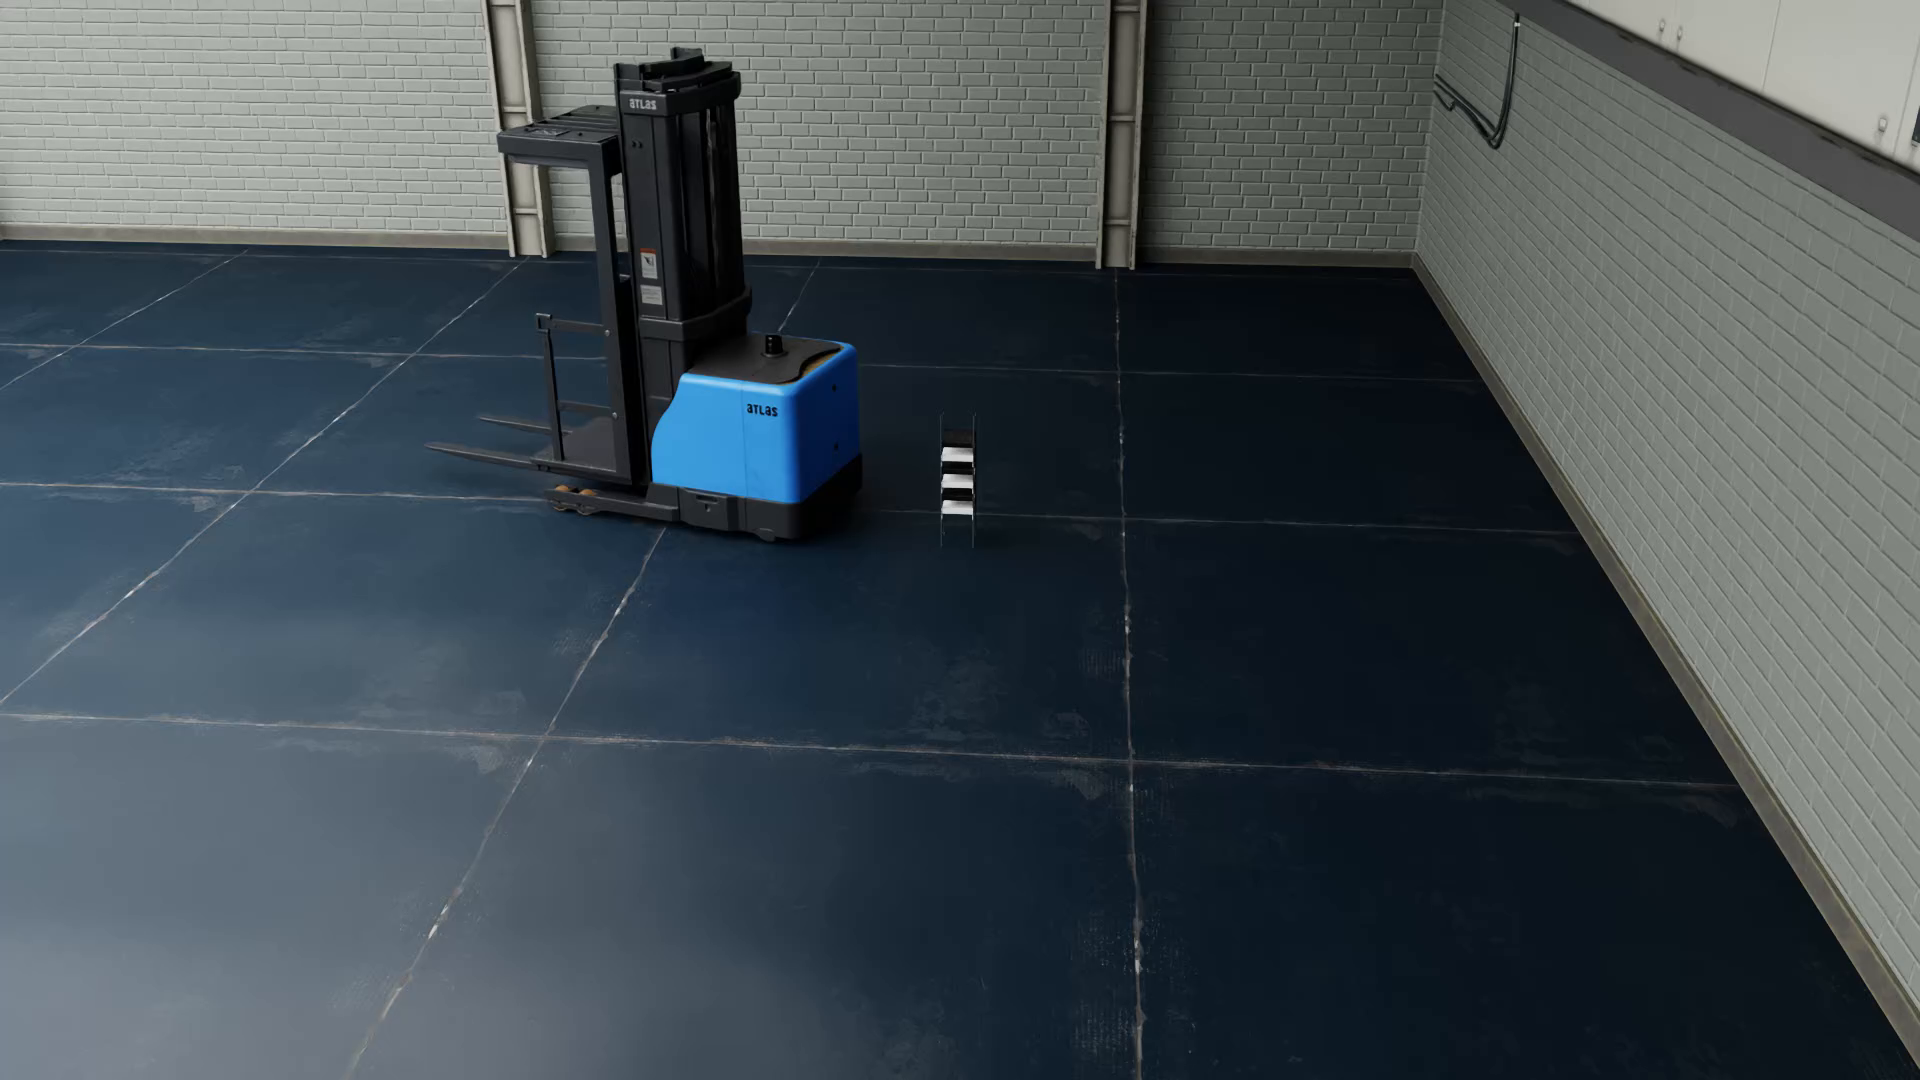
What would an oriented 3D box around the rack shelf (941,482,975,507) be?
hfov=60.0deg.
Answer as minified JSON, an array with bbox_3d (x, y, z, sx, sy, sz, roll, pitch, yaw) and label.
[{"bbox_3d":[-0.008,-0.297,10.614,0.200,0.077,0.258,2,25,4],"label":"rack shelf"}]

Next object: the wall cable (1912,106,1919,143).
[{"bbox_3d":[3.662,-3.807,4.190,0.169,6.003,2.305,2,25,4],"label":"wall cable"}]

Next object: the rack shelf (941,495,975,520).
[{"bbox_3d":[-0.008,-0.215,10.652,0.200,0.077,0.258,2,25,4],"label":"rack shelf"}]

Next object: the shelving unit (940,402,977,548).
[{"bbox_3d":[-0.008,-0.409,10.562,0.210,0.900,0.258,2,25,4],"label":"shelving unit"}]

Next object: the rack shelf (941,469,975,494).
[{"bbox_3d":[-0.008,-0.379,10.576,0.200,0.077,0.258,2,25,4],"label":"rack shelf"}]

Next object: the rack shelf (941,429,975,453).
[{"bbox_3d":[-0.008,-0.624,10.464,0.200,0.077,0.258,2,25,4],"label":"rack shelf"}]

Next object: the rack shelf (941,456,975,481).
[{"bbox_3d":[-0.008,-0.461,10.539,0.200,0.077,0.258,2,25,4],"label":"rack shelf"}]

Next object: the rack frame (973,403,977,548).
[{"bbox_3d":[0.093,-0.406,10.555,0.006,0.900,0.240,2,25,4],"label":"rack frame"}]

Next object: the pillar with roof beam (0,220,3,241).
[{"bbox_3d":[-10.726,-5.453,11.836,0.400,9.000,9.100,2,25,4],"label":"pillar with roof beam"}]

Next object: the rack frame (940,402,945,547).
[{"bbox_3d":[-0.109,-0.412,10.570,0.006,0.900,0.240,2,25,4],"label":"rack frame"}]

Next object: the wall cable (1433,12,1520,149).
[{"bbox_3d":[4.404,-4.808,14.148,0.112,2.526,3.097,2,25,4],"label":"wall cable"}]

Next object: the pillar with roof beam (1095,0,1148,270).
[{"bbox_3d":[1.239,-5.069,11.002,0.400,9.000,9.100,2,25,4],"label":"pillar with roof beam"}]

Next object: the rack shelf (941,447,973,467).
[{"bbox_3d":[-0.008,-0.542,10.501,0.200,0.077,0.258,2,25,4],"label":"rack shelf"}]

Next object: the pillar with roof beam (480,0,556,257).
[{"bbox_3d":[-4.744,-5.261,11.419,0.400,9.000,9.100,2,25,4],"label":"pillar with roof beam"}]

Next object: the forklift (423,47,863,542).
[{"bbox_3d":[-2.236,-1.692,10.922,3.031,2.935,1.130,9,26,19],"label":"forklift"}]
